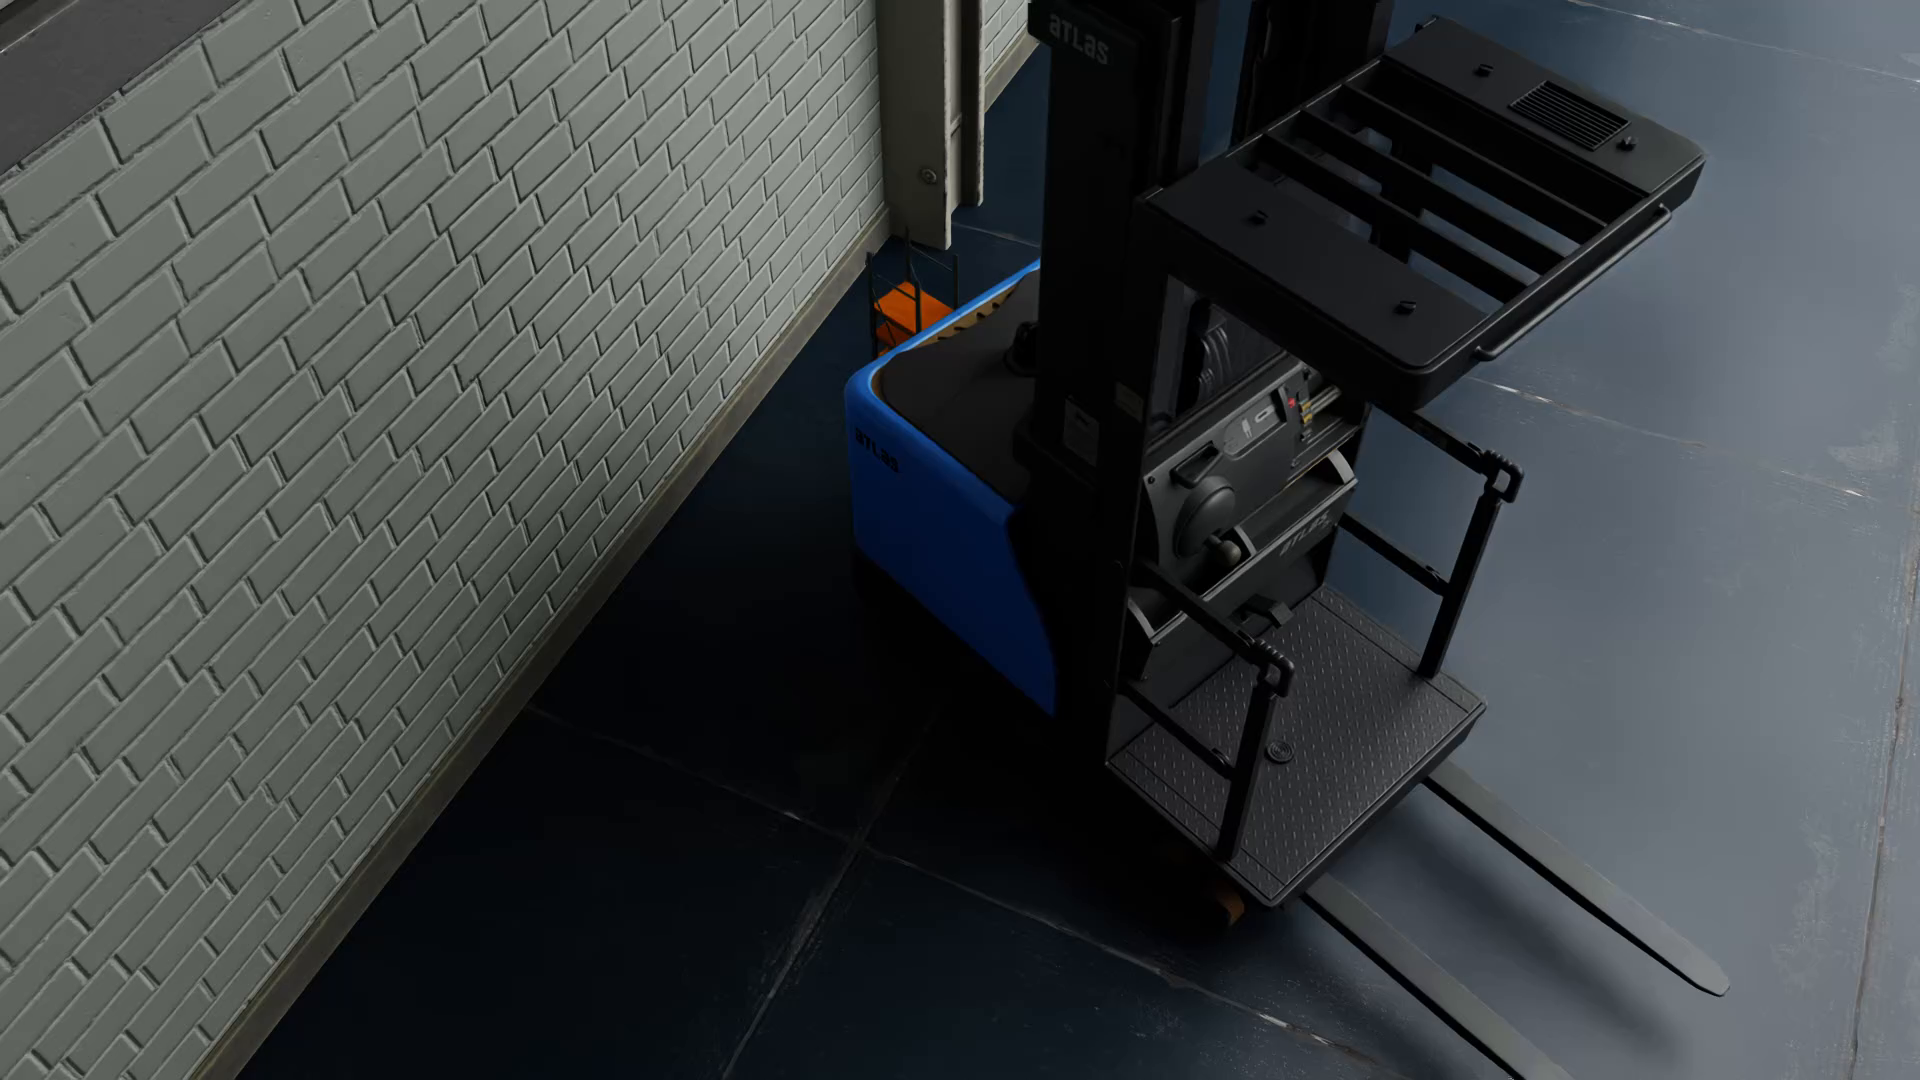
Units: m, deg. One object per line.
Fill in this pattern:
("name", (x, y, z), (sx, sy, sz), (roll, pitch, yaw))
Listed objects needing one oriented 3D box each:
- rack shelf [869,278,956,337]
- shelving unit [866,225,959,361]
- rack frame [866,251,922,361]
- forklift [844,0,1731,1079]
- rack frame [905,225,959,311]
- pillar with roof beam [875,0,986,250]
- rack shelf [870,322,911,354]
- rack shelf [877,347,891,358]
("rack shelf", (-0.156, -0.759, 5.693), (0.258, 0.103, 0.180), (35, 58, 26))
("shelving unit", (-0.156, -0.554, 5.933), (0.258, 1.200, 0.189), (35, 58, 26))
("rack frame", (-0.218, -0.503, 5.890), (0.240, 1.200, 0.006), (35, 58, 26))
("forklift", (0.982, -0.184, 4.482), (1.130, 2.935, 3.031), (-35, 58, -26))
("rack frame", (-0.095, -0.606, 5.977), (0.240, 1.200, 0.006), (35, 58, 26))
("pillar with roof beam", (3.776, -2.978, 2.875), (9.100, 9.000, 0.400), (20, 52, 16))
("rack shelf", (-0.156, -0.681, 5.785), (0.258, 0.103, 0.180), (35, 58, 26))
("rack shelf", (-0.156, -0.603, 5.876), (0.258, 0.103, 0.180), (35, 58, 26))
